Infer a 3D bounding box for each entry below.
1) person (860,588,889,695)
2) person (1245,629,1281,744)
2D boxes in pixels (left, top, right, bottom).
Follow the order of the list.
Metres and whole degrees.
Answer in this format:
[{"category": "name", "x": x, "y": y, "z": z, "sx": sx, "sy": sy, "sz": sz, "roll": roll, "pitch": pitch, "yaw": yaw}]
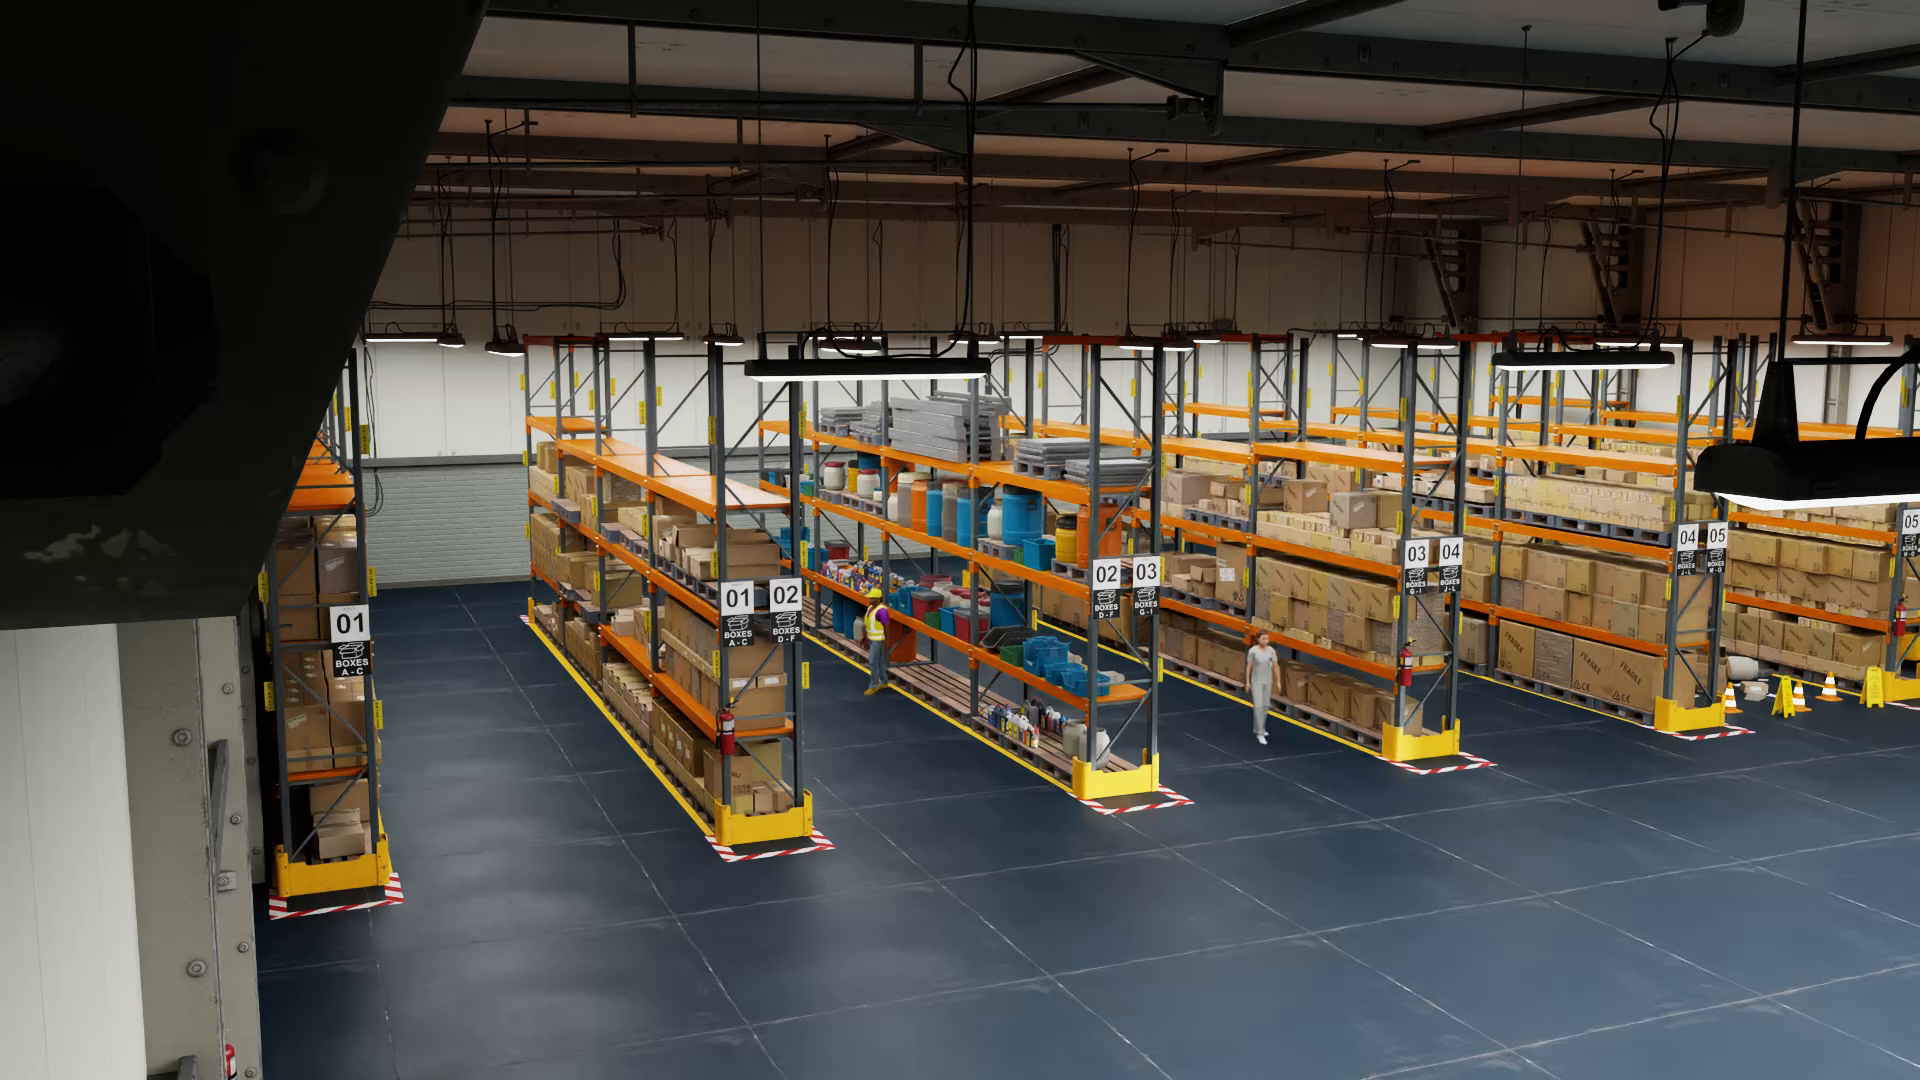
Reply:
[{"category": "person", "x": -1.457, "y": 1.705, "z": 28.295, "sx": 0.559, "sy": 1.783, "sz": 0.606, "roll": -3, "pitch": 8, "yaw": -23}, {"category": "person", "x": 4.574, "y": 2.185, "z": 25.092, "sx": 0.501, "sy": 1.699, "sz": 0.619, "roll": -1, "pitch": 8, "yaw": -11}]
